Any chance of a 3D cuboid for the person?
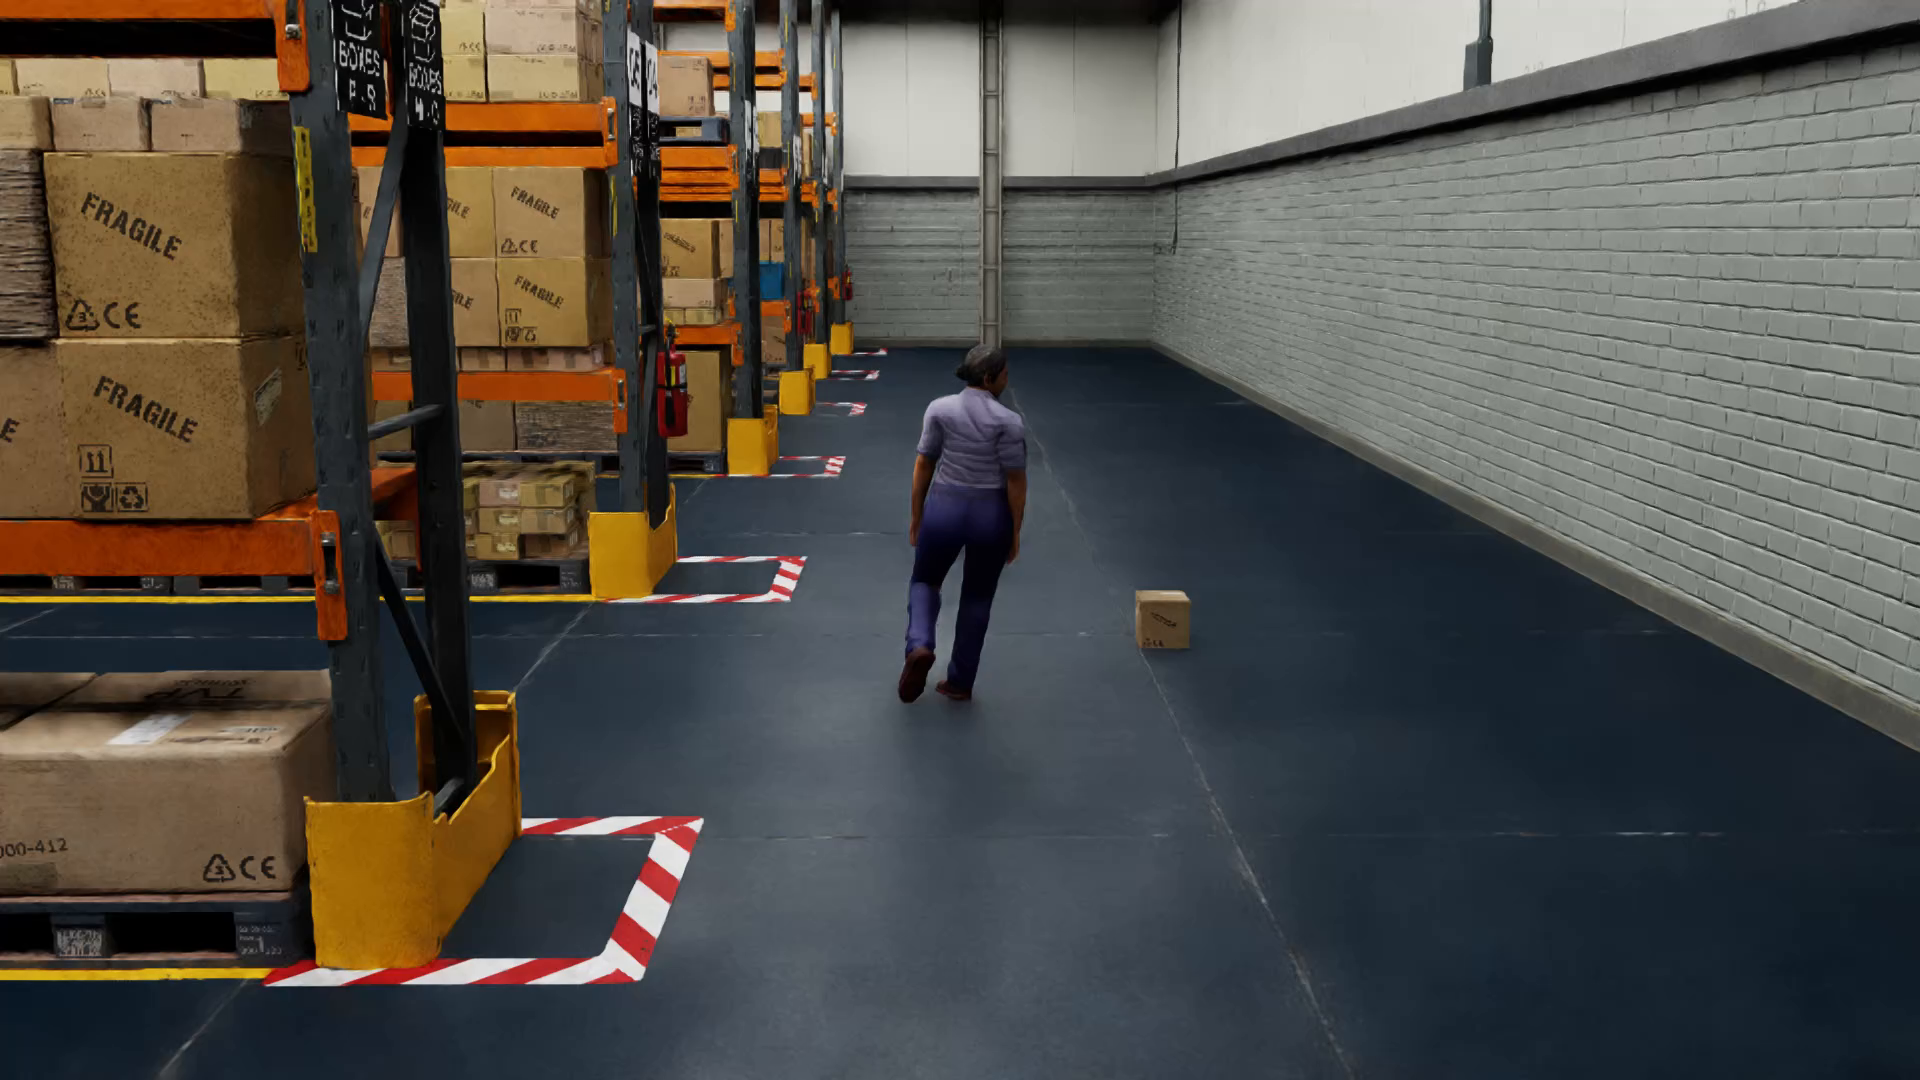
[{"bbox_3d":[0.020,-0.054,7.377,0.561,1.614,0.516,1,11,5],"label":"person"}]
